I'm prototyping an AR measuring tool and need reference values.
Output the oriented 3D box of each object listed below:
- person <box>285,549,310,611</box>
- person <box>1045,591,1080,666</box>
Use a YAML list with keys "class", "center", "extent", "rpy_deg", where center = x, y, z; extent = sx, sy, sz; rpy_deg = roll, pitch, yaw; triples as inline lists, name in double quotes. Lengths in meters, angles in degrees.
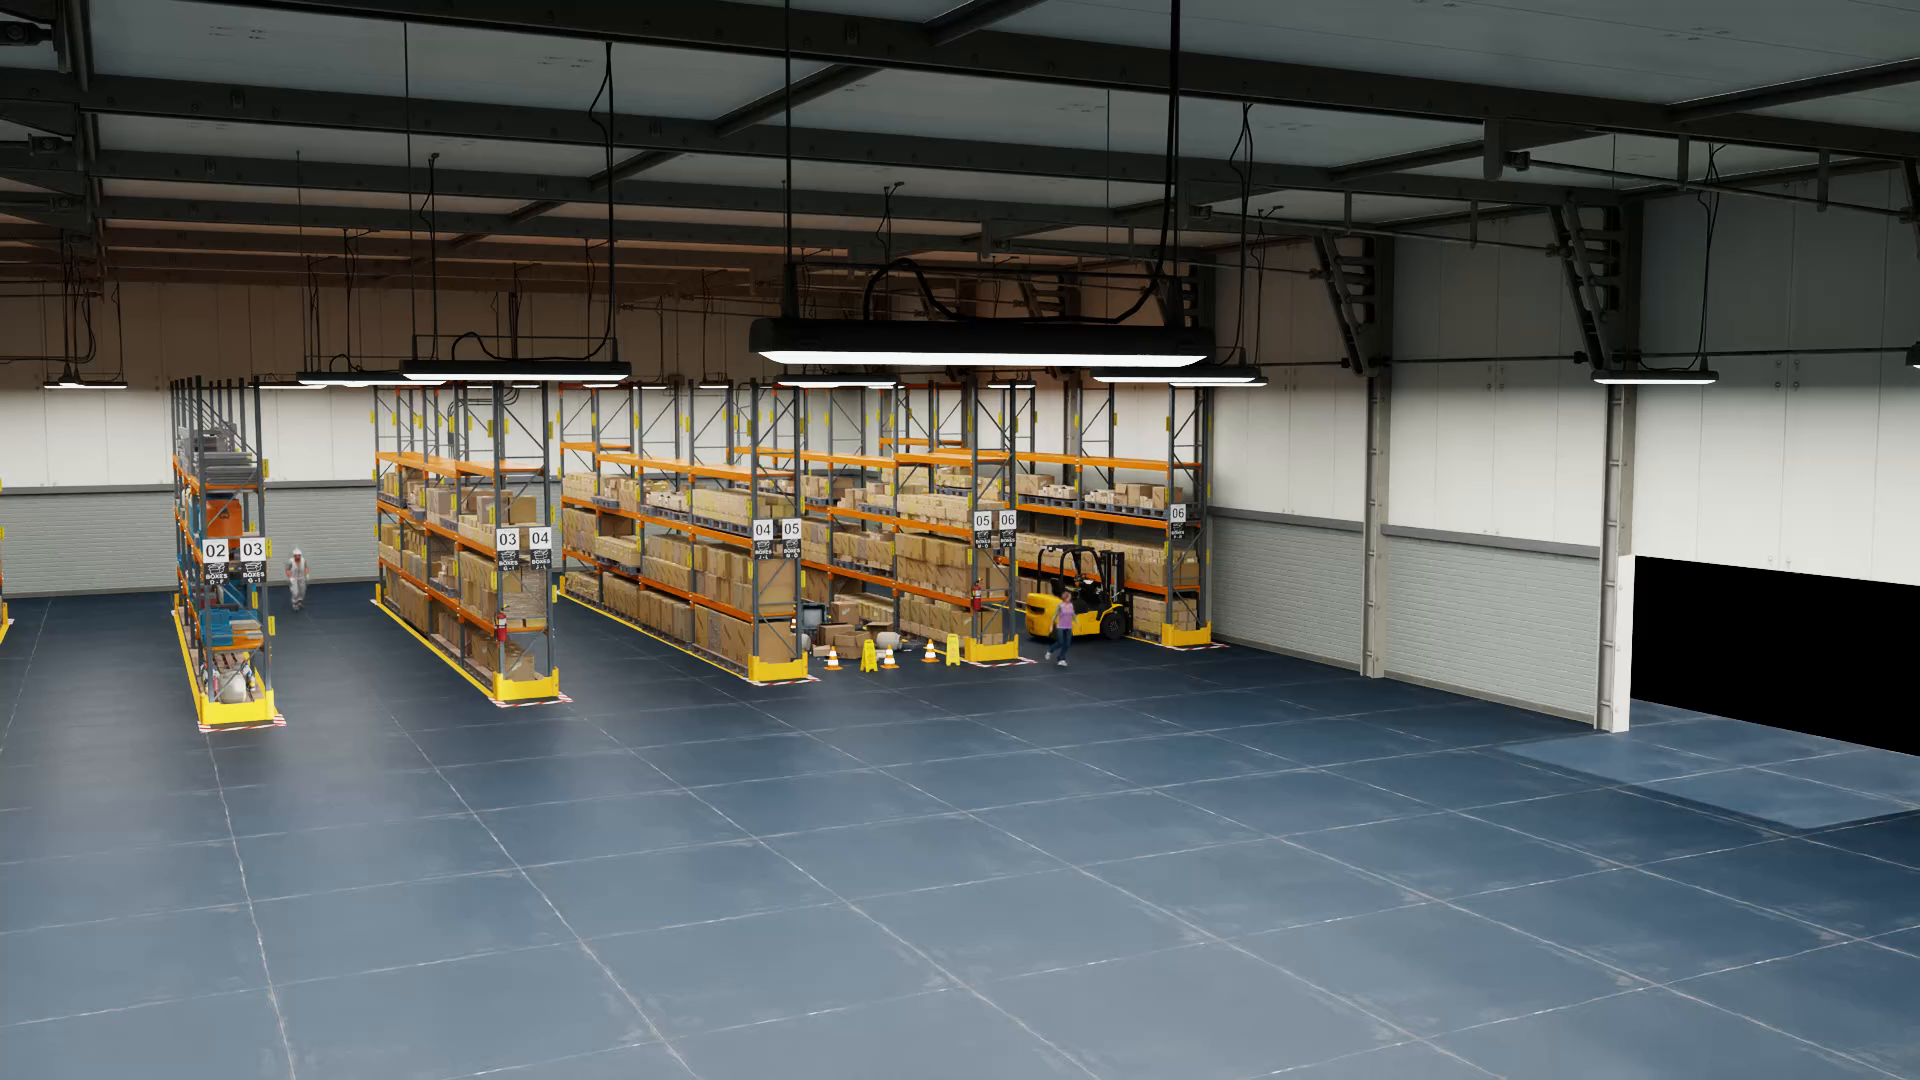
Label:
- class: "person"
  center: [-17.355, 1.030, 43.497]
  extent: [0.879, 1.651, 0.650]
  rpy_deg: [5, 7, 42]
- class: "person"
  center: [2.141, 1.848, 34.836]
  extent: [0.576, 1.569, 0.631]
  rpy_deg: [-3, 6, -30]
